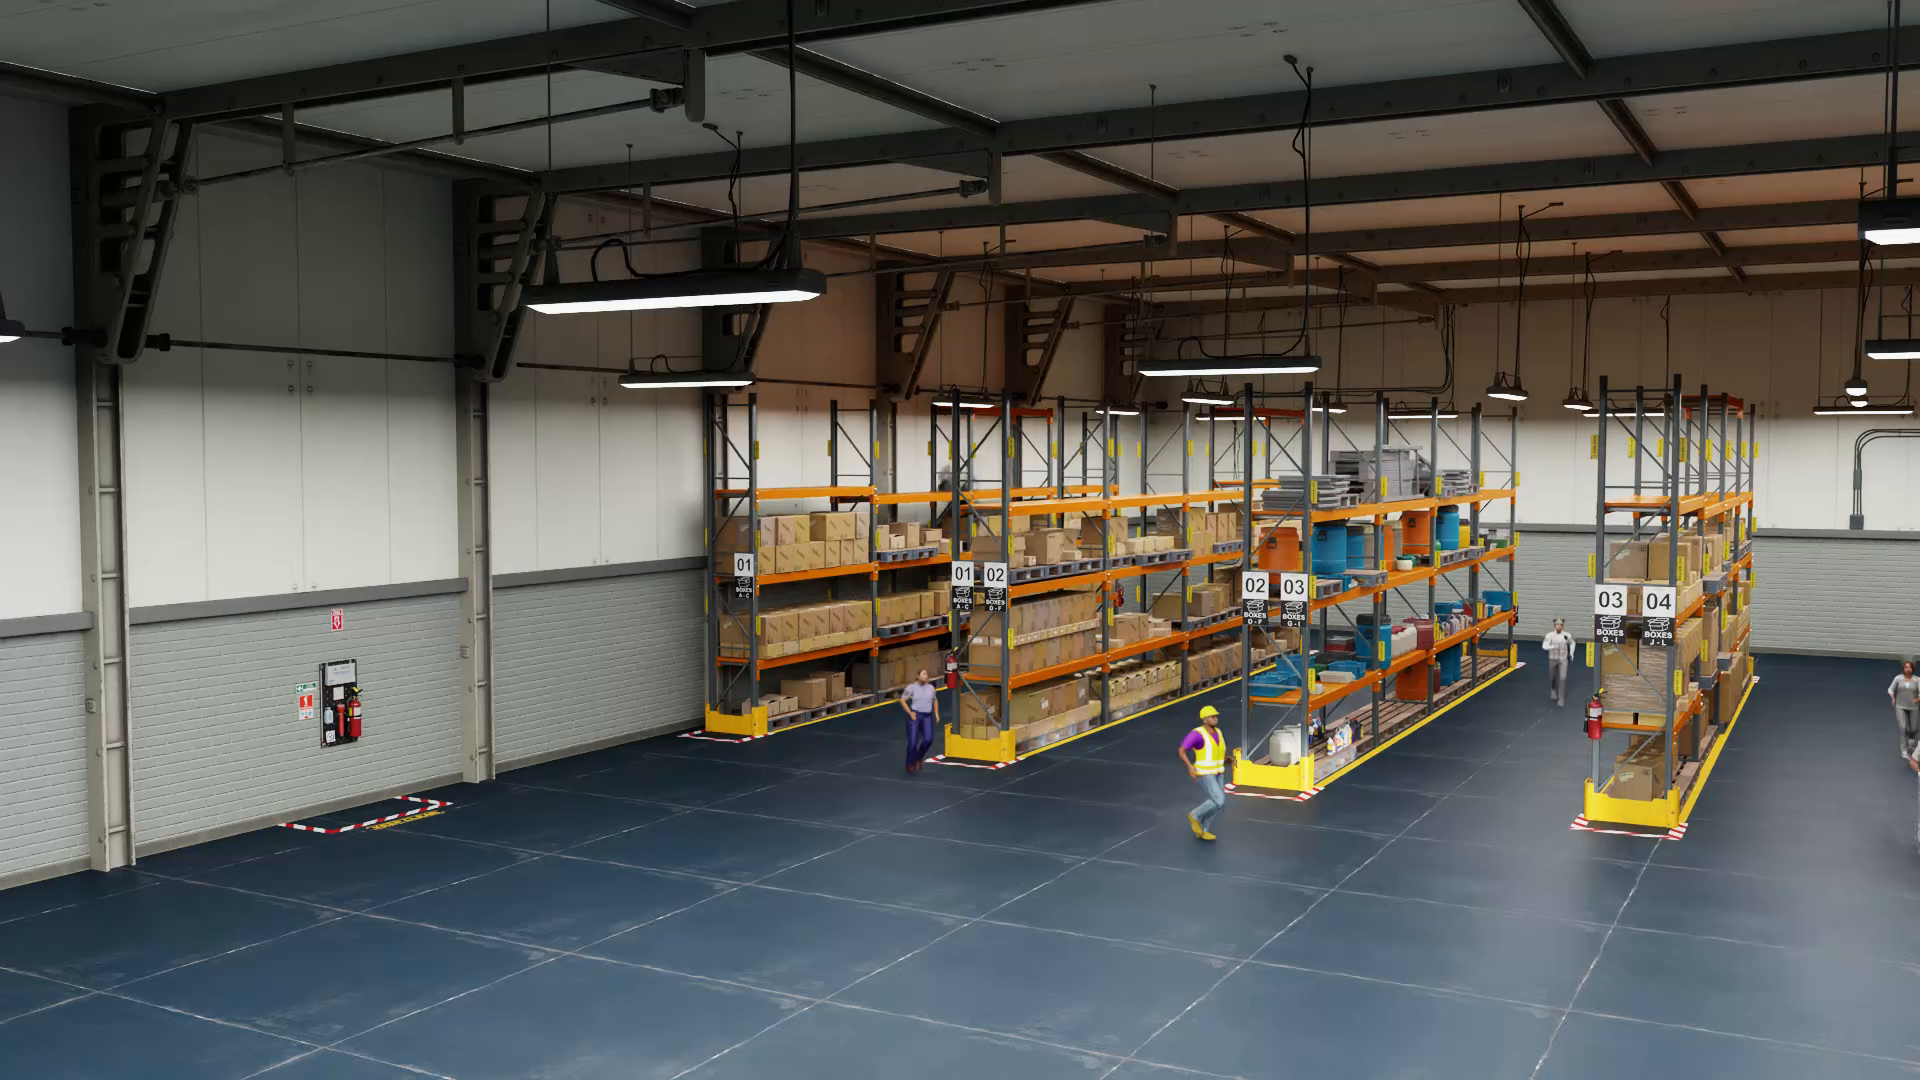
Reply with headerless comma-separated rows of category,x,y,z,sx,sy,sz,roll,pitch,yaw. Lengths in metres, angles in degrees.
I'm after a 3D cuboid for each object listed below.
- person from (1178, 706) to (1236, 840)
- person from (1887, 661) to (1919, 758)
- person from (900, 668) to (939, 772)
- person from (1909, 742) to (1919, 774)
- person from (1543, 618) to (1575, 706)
person,3.219,2.983,21.238,0.700,1.721,0.589,-3,4,-43
person,15.466,2.754,27.189,0.542,1.553,0.680,2,3,28
person,-0.602,2.806,25.894,0.644,1.596,0.542,-1,3,-17
person,12.047,3.047,20.381,0.707,1.772,0.586,0,3,5
person,11.778,2.365,32.717,0.606,1.689,0.932,1,3,19
